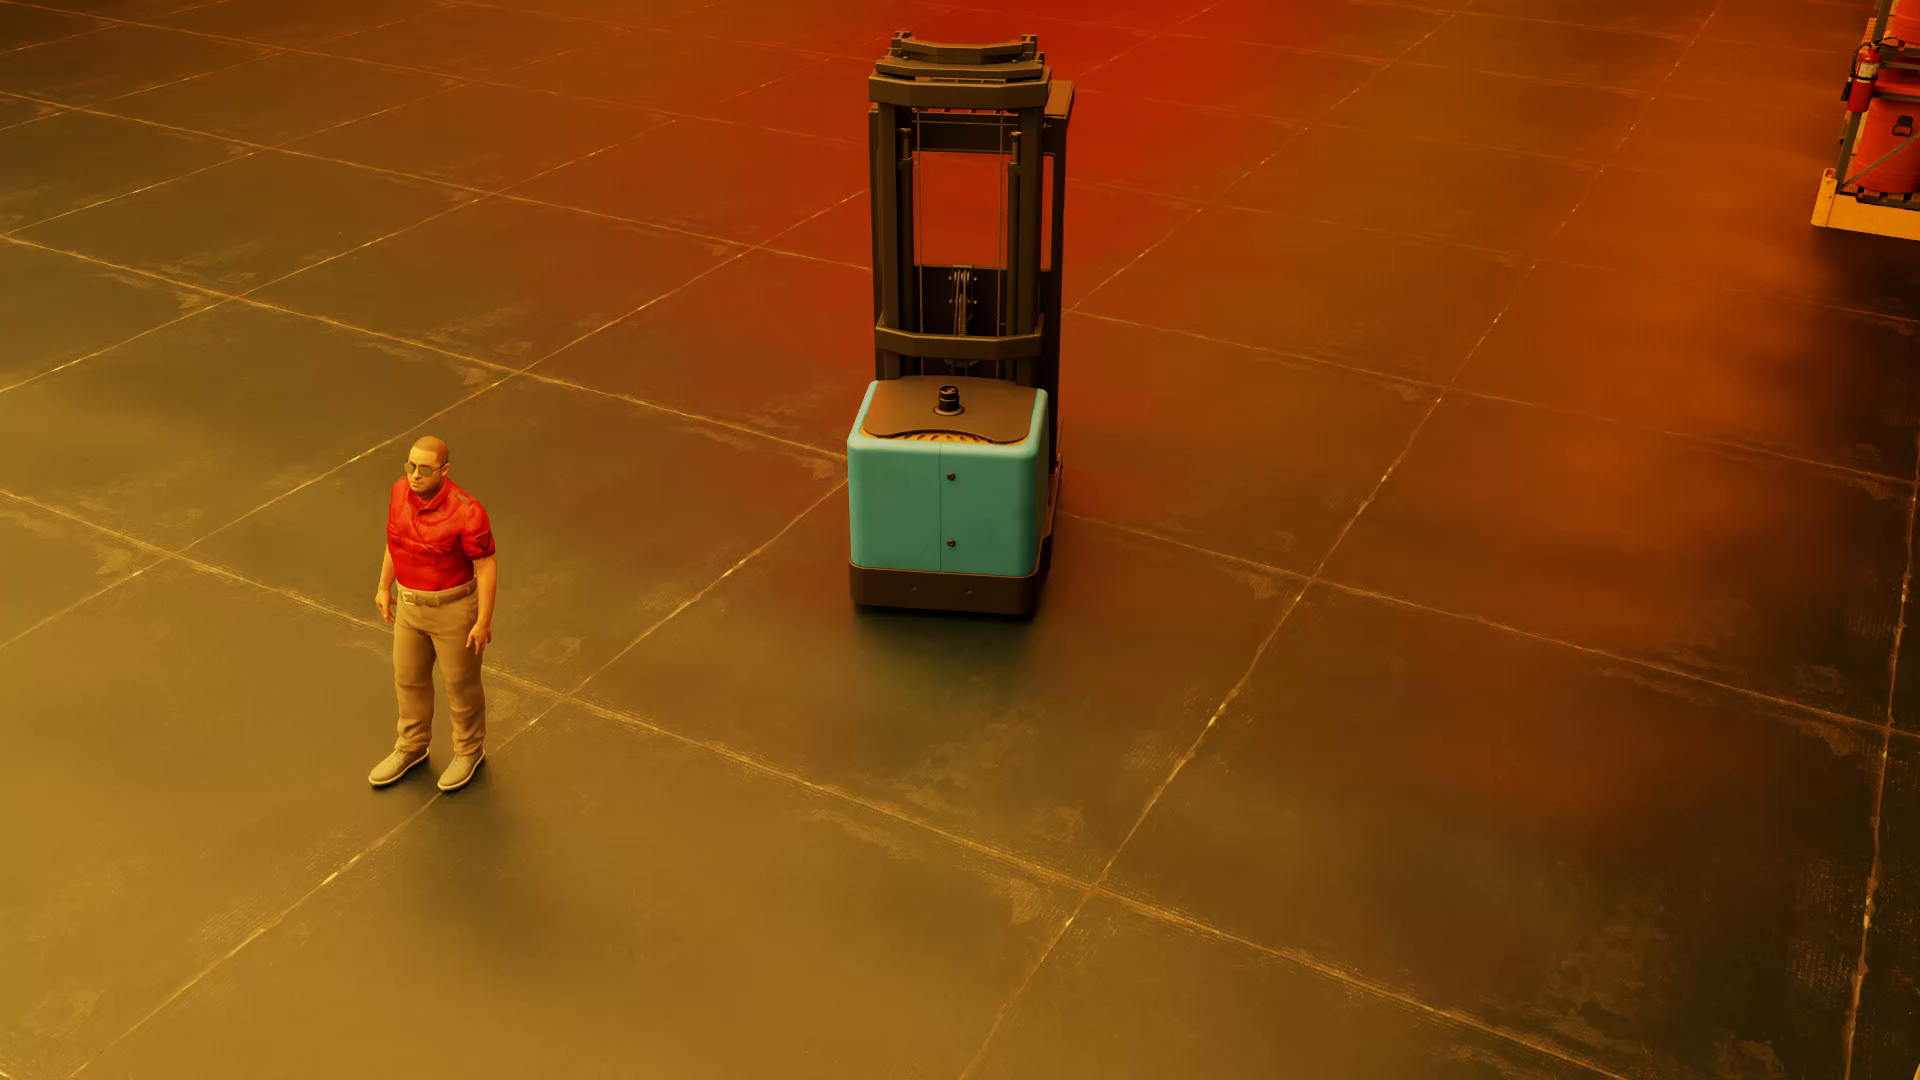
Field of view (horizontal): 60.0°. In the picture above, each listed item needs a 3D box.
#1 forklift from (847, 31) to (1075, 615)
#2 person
[{"bbox_3d":[0.072,-1.572,9.794,1.130,2.935,3.031,3,30,6],"label":"forklift"},{"bbox_3d":[-2.450,0.364,7.628,0.642,1.729,0.550,13,32,21],"label":"person"}]
